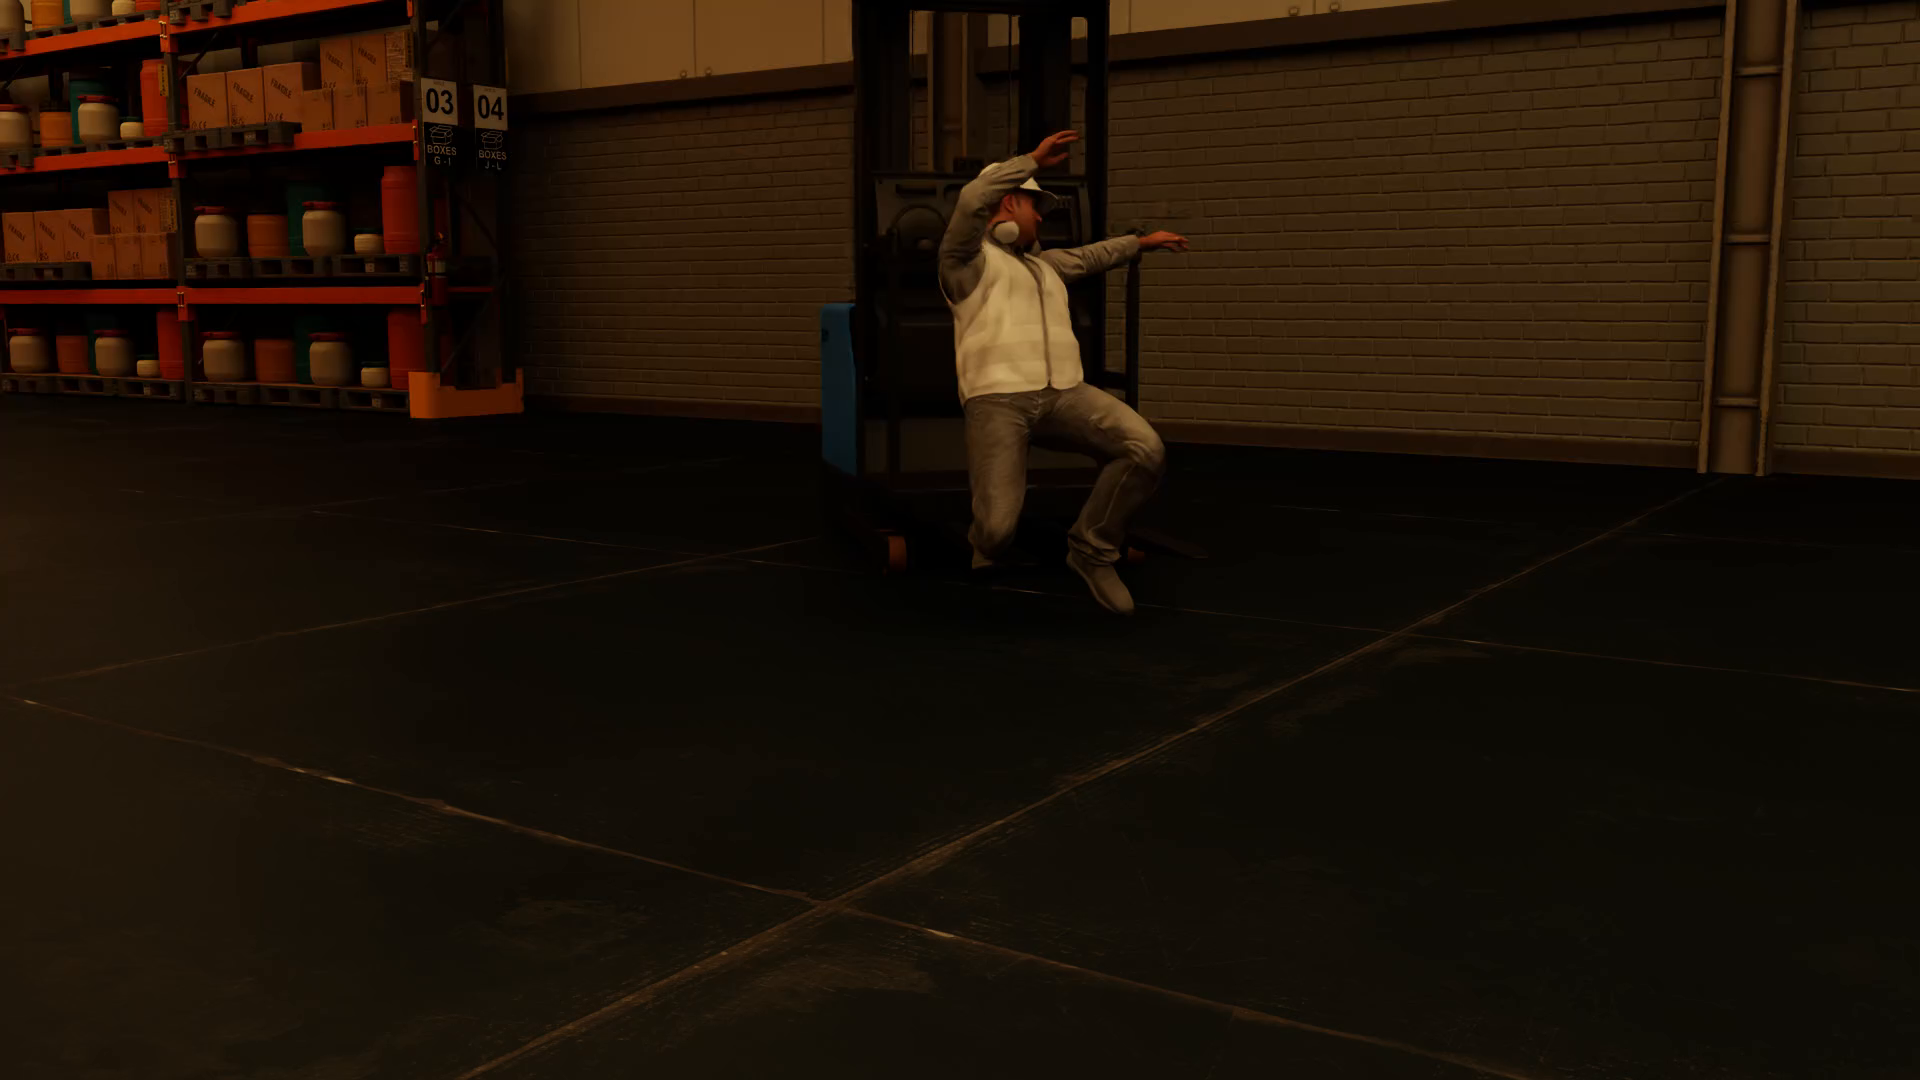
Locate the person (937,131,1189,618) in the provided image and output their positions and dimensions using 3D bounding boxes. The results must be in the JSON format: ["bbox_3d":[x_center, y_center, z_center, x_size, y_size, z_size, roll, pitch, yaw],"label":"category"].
[{"bbox_3d":[0.484,-0.557,5.590,1.078,1.575,0.841,-4,9,-29],"label":"person"}]

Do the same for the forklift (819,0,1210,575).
[{"bbox_3d":[0.154,-1.368,6.811,1.130,2.935,3.031,-2,8,-14],"label":"forklift"}]
